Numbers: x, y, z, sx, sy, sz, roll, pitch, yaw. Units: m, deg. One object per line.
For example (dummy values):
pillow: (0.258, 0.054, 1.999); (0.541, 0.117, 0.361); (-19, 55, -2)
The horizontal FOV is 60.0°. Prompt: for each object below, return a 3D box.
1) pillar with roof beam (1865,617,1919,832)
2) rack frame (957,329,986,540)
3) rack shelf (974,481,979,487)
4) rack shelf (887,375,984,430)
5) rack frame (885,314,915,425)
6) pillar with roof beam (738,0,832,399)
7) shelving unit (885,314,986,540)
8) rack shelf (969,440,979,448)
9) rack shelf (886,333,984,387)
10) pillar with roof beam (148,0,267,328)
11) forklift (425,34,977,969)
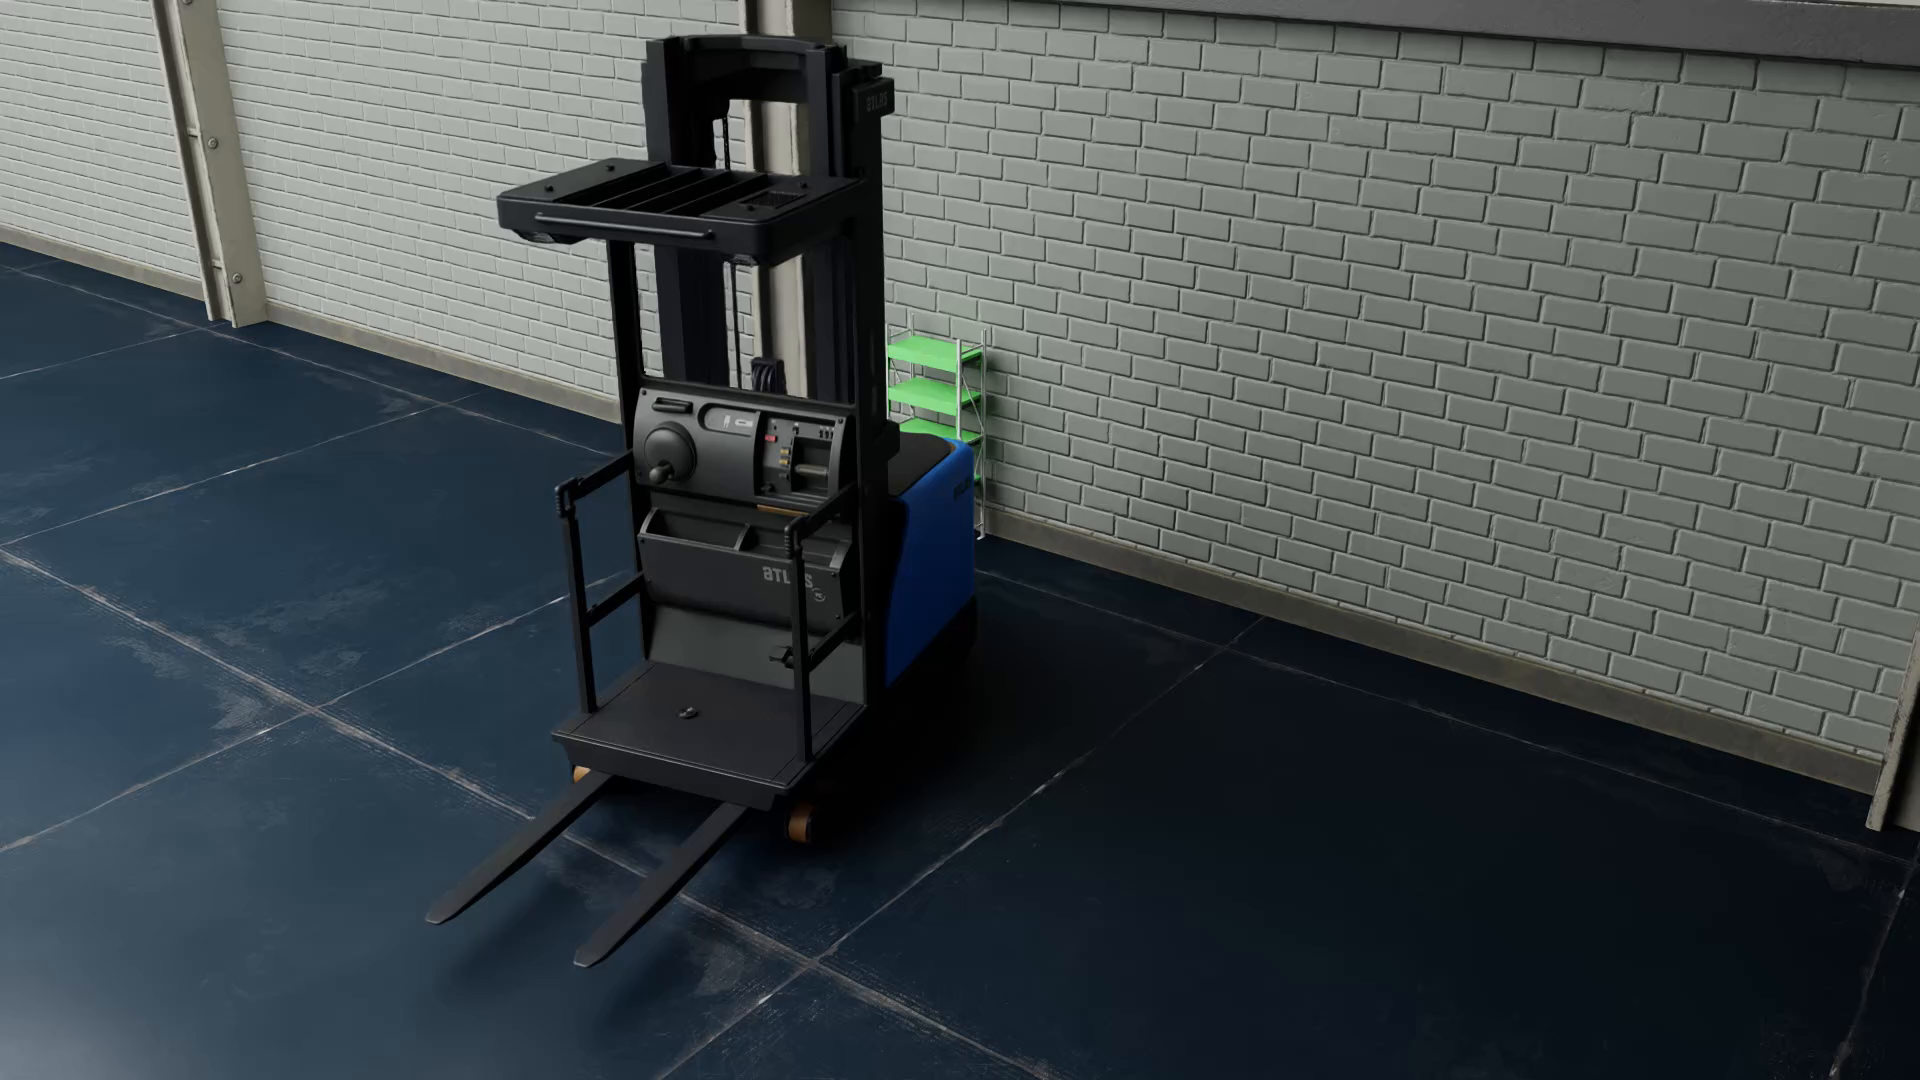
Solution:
pillar with roof beam: (1.288, -1.584, 1.684); (0.400, 9.000, 9.100); (17, 29, 33)
rack frame: (0.063, -0.530, 8.965); (0.015, 1.200, 0.240); (17, 29, 33)
rack shelf: (-0.132, -0.337, 9.210); (0.442, 0.029, 0.199); (17, 29, 33)
rack shelf: (-0.132, -0.750, 9.028); (0.480, 0.148, 0.258); (17, 29, 33)
rack frame: (-0.328, -0.648, 9.233); (0.015, 1.200, 0.240); (17, 29, 33)
pillar with roof beam: (-3.514, -3.035, 4.977); (0.400, 9.000, 9.100); (17, 29, 33)
shelving unit: (-0.132, -0.589, 9.099); (0.503, 1.200, 0.258); (17, 29, 33)
rack shelf: (-0.132, -0.557, 9.113); (0.442, 0.029, 0.199); (17, 29, 33)
rack shelf: (-0.132, -0.970, 8.931); (0.480, 0.148, 0.258); (17, 29, 33)
pillar with roof beam: (-8.315, -4.486, 8.270); (0.400, 9.000, 9.100); (17, 29, 33)
forklift: (-0.955, -0.340, 6.386); (1.130, 2.935, 3.031); (10, 26, 21)
